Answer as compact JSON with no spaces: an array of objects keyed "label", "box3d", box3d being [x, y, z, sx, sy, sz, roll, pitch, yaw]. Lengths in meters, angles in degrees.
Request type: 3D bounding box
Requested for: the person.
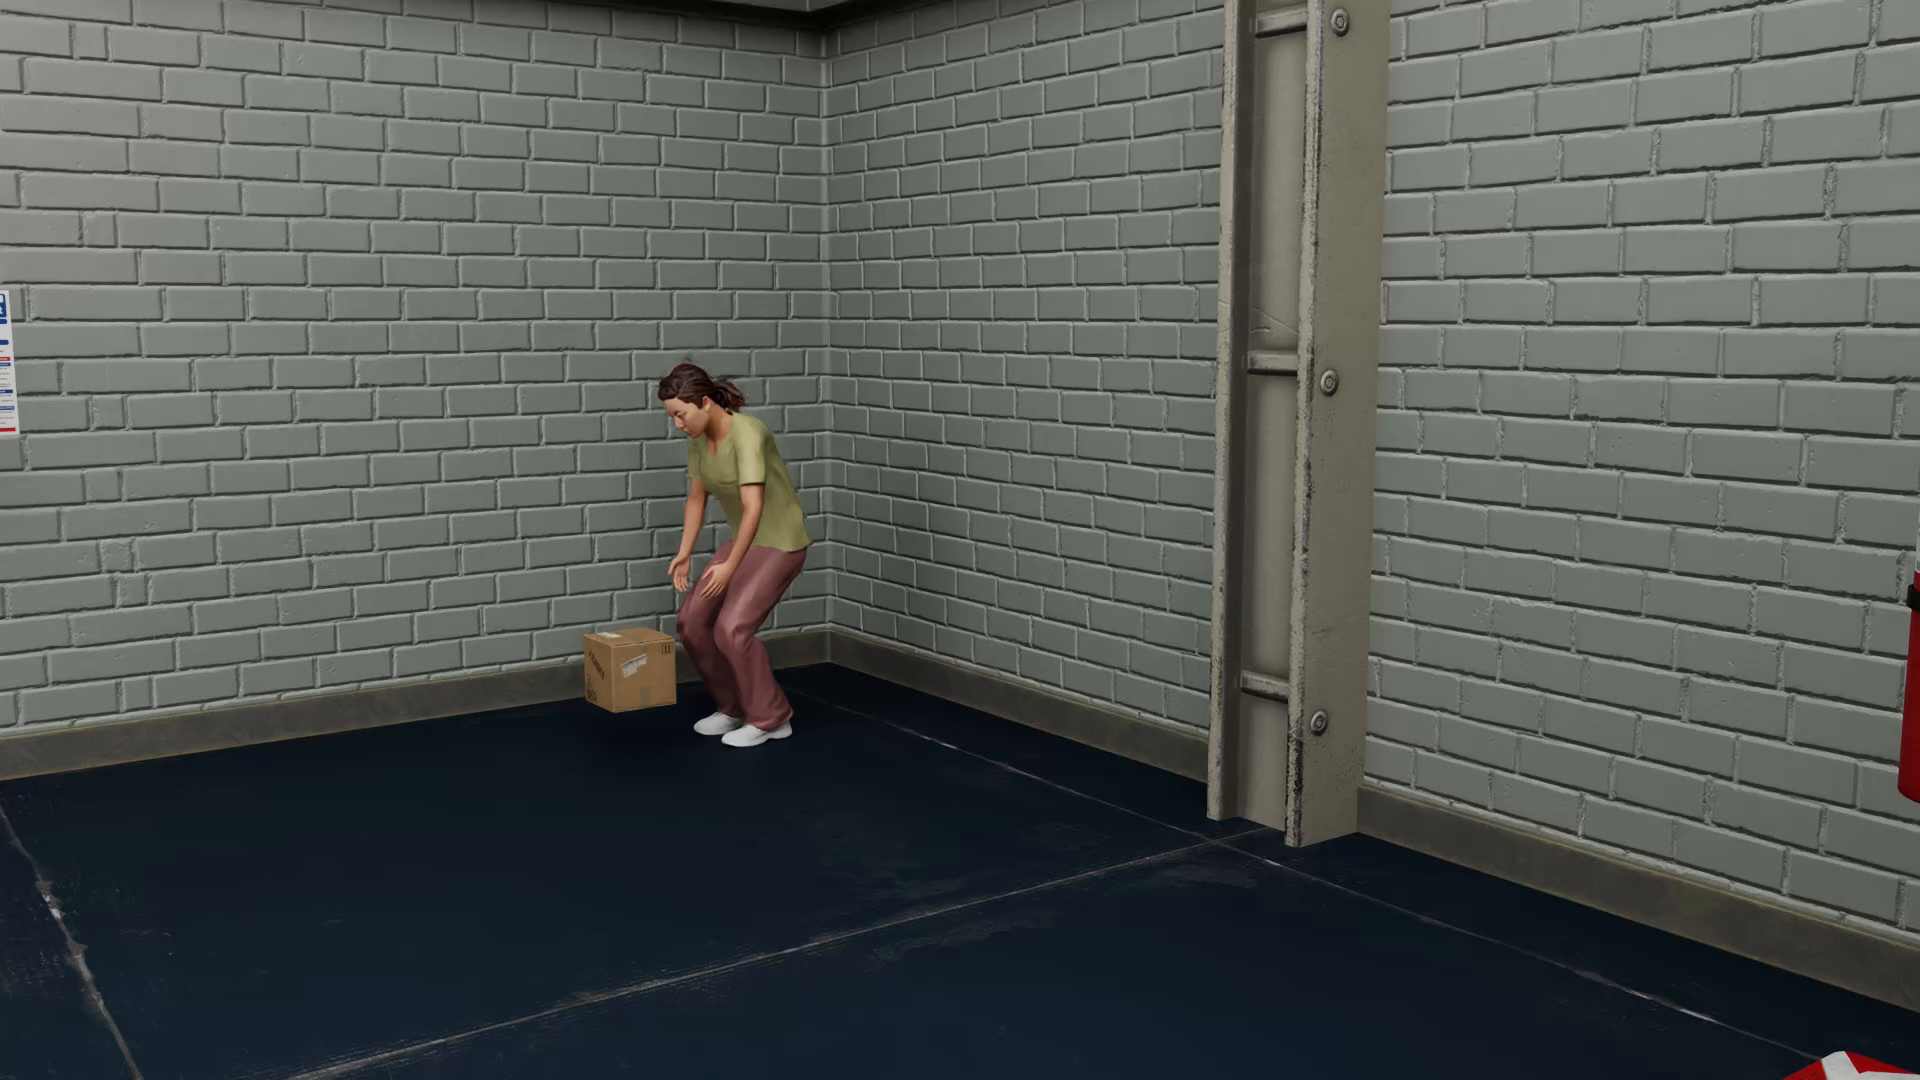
[{"label":"person","box3d":[-0.848,0.055,6.289,0.596,1.444,0.507,-6,10,-35]}]
